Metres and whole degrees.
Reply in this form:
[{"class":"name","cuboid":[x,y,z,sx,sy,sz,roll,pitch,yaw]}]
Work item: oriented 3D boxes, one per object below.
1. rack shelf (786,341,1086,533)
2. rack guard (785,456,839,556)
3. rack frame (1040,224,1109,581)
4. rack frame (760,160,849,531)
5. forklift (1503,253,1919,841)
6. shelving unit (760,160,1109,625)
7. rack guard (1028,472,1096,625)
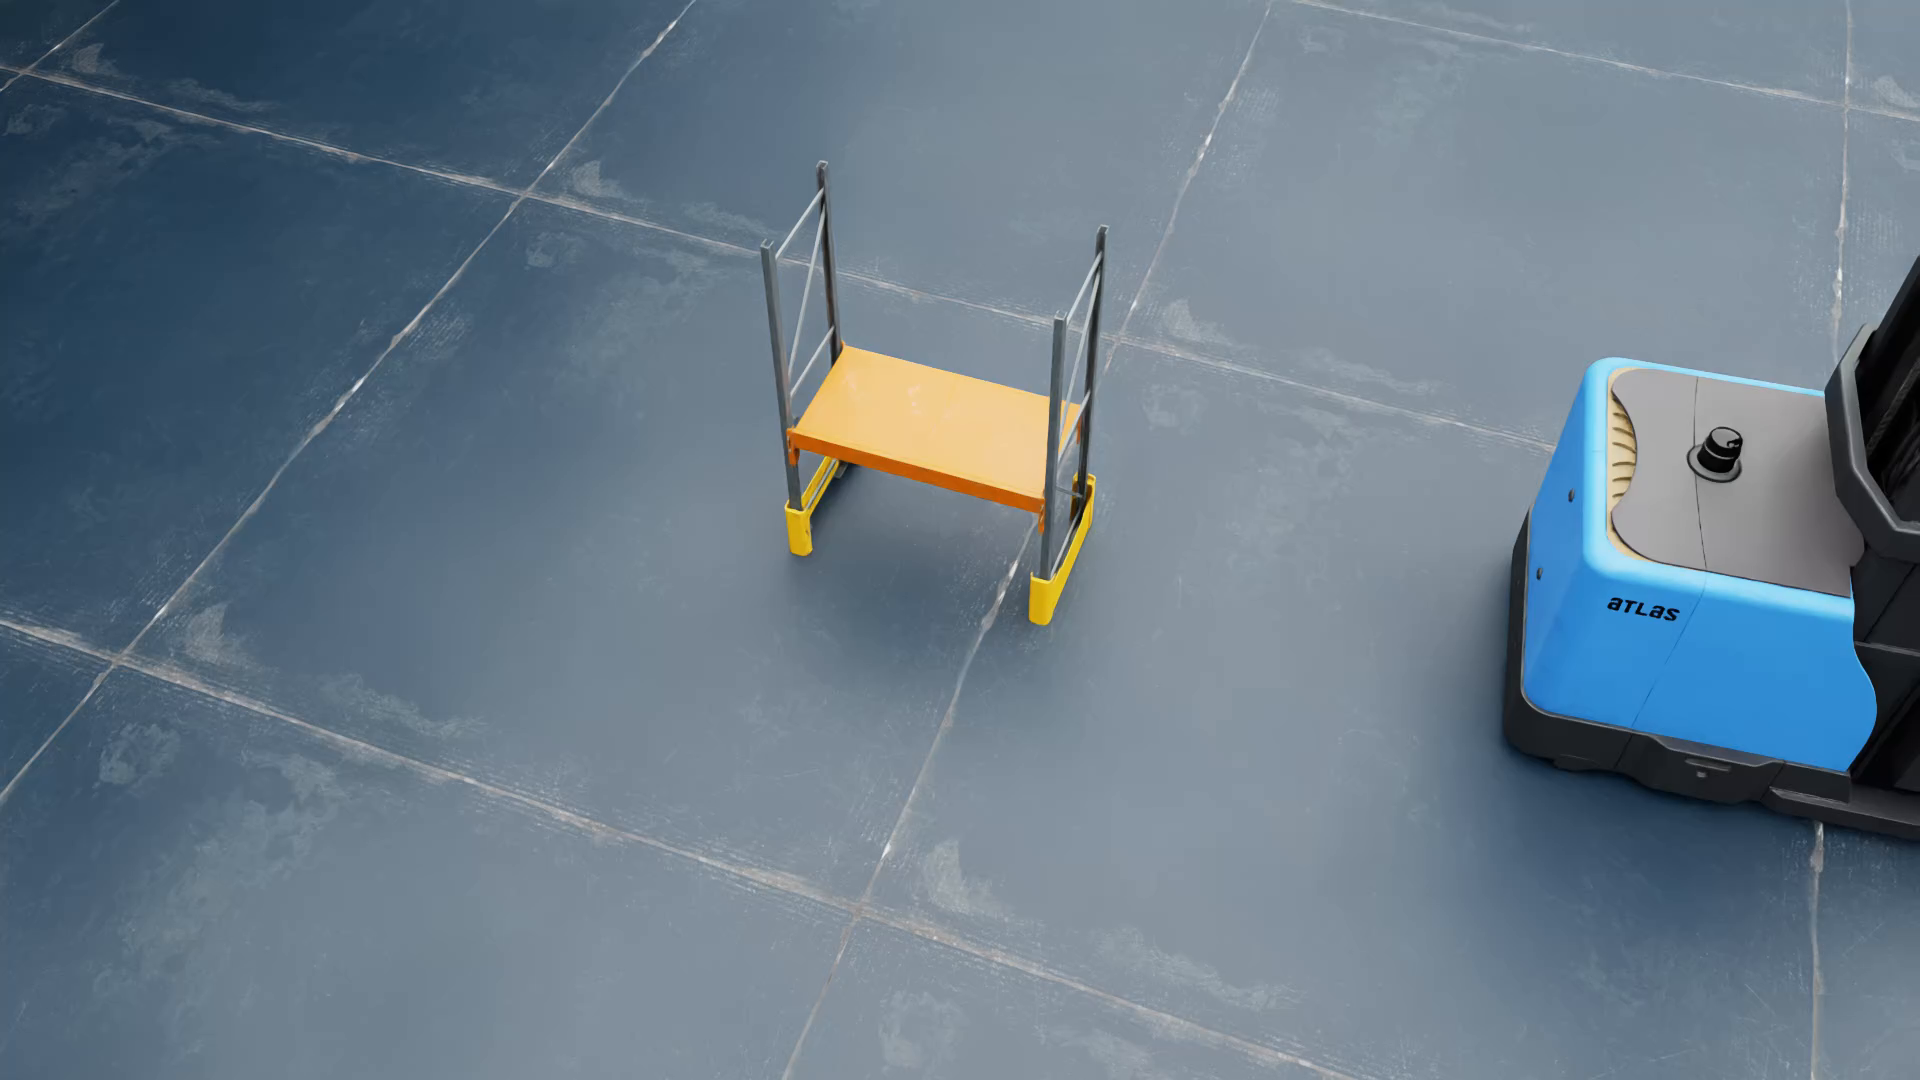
[{"class":"rack shelf","cuboid":[-0.080,-0.396,6.205,1.000,0.185,0.538,16,51,13]},{"class":"rack guard","cuboid":[-0.539,-0.232,6.652,0.087,0.250,0.587,16,51,13]},{"class":"rack frame","cuboid":[0.397,-0.380,5.954,0.032,1.500,0.500,16,51,13]},{"class":"rack frame","cuboid":[-0.557,-0.647,6.185,0.032,1.500,0.500,16,51,13]},{"class":"forklift","cuboid":[3.514,-0.271,4.912,3.031,2.935,1.130,11,50,9]},{"class":"shelving unit","cuboid":[-0.072,-0.511,6.067,1.083,1.500,0.587,16,51,13]},{"class":"rack guard","cuboid":[0.396,0.029,6.426,0.087,0.250,0.587,16,51,13]}]
